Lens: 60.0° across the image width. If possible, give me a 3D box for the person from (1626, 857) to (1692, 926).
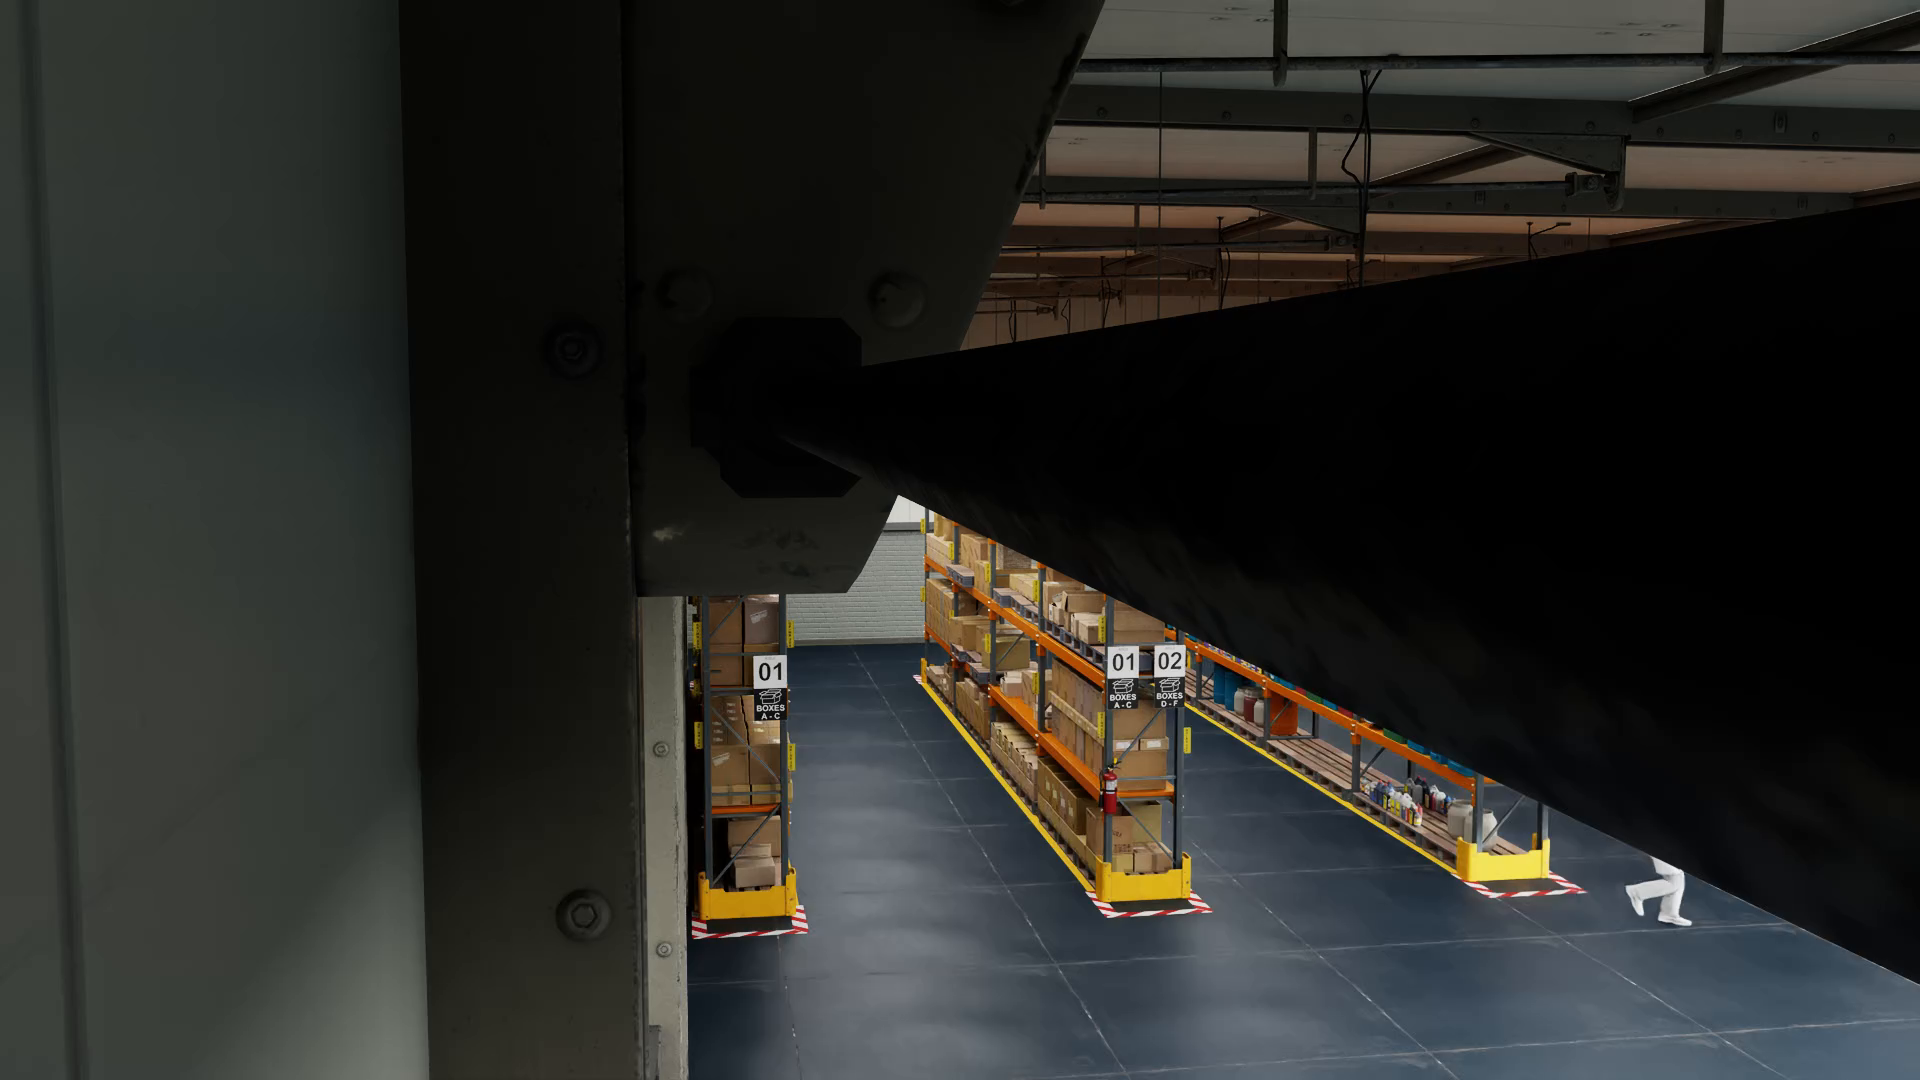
[{"bbox_3d":[8.402,3.717,19.926,0.735,1.759,0.712,2,6,25],"label":"person"}]
